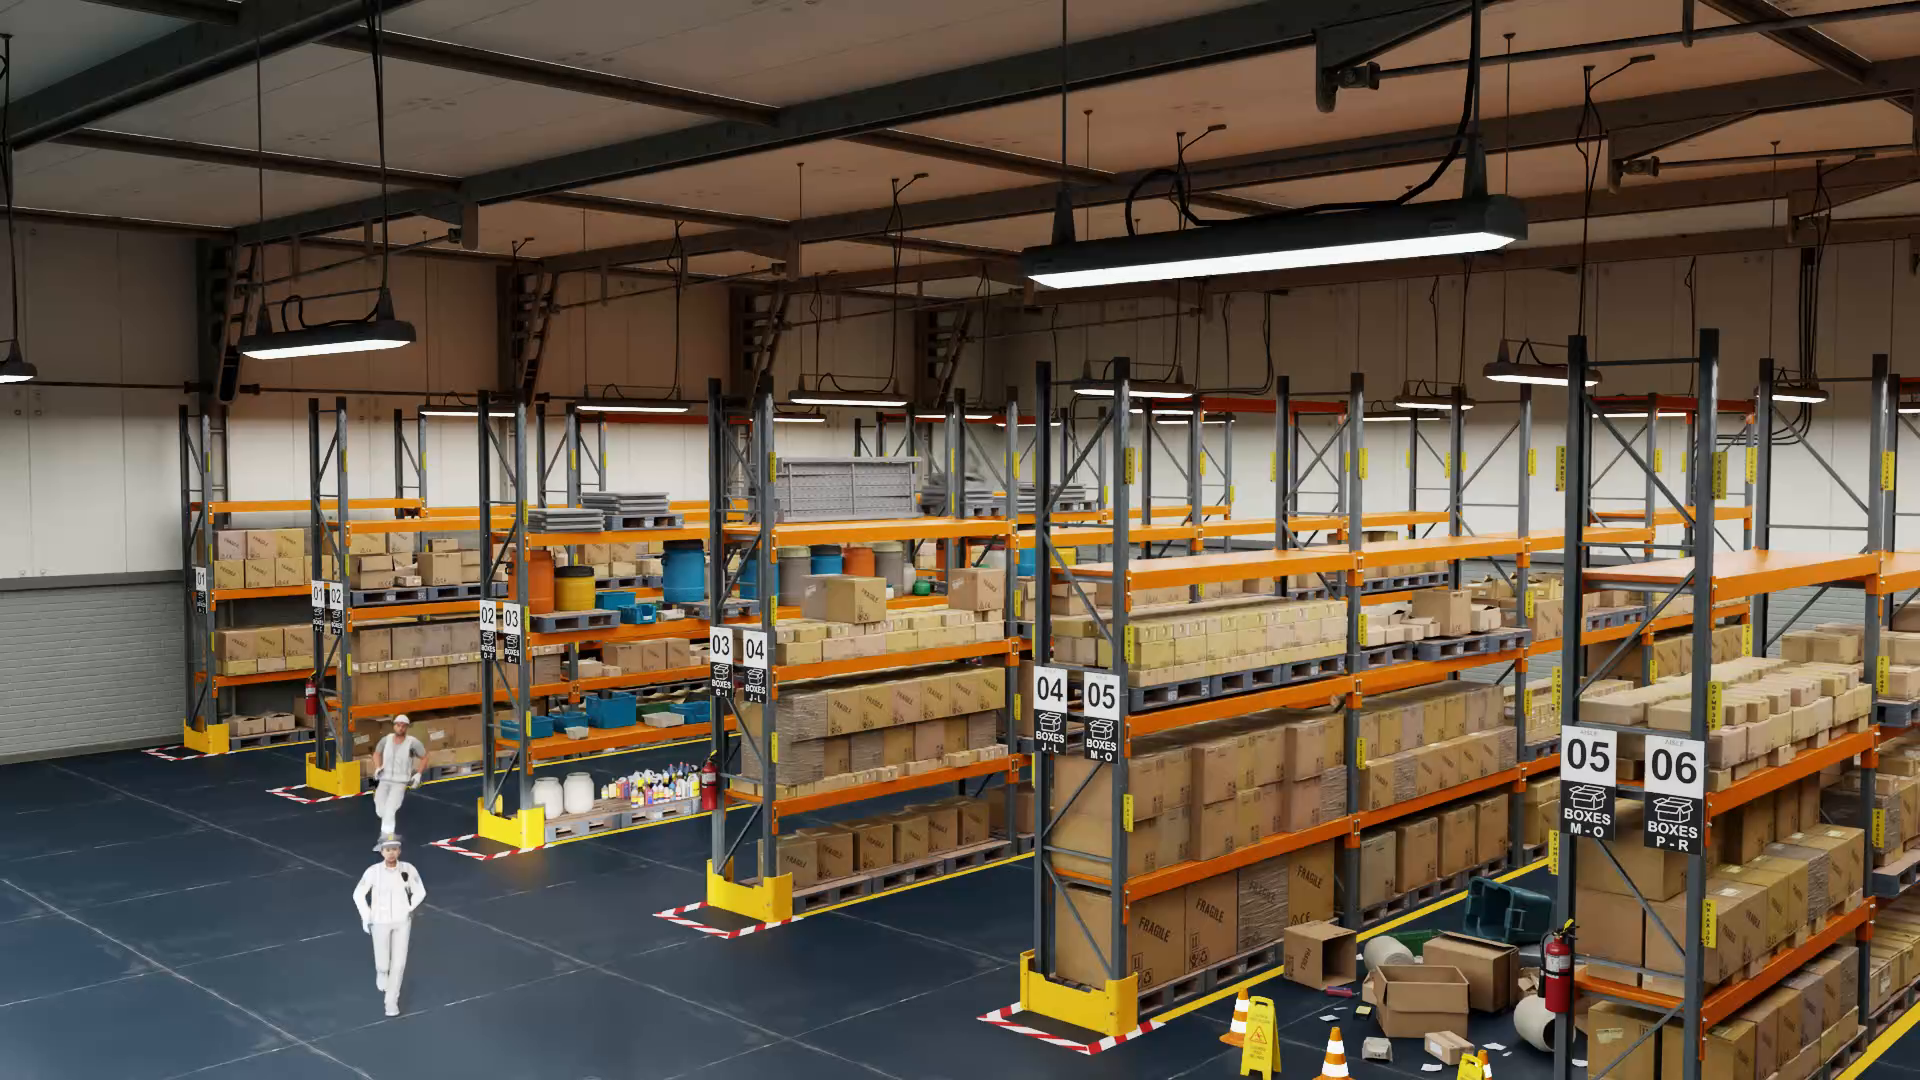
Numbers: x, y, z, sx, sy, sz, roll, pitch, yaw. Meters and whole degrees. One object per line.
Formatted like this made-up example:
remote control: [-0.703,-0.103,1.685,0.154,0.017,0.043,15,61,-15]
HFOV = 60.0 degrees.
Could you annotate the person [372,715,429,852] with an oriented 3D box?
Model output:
person: [-7.332,3.148,21.766,0.724,1.752,0.752,0,3,0]

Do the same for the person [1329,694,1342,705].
person: [5.445,3.052,24.206,0.594,1.671,0.877,2,4,38]

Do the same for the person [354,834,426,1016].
person: [-5.274,3.524,15.412,0.629,1.651,0.567,-1,3,-24]
